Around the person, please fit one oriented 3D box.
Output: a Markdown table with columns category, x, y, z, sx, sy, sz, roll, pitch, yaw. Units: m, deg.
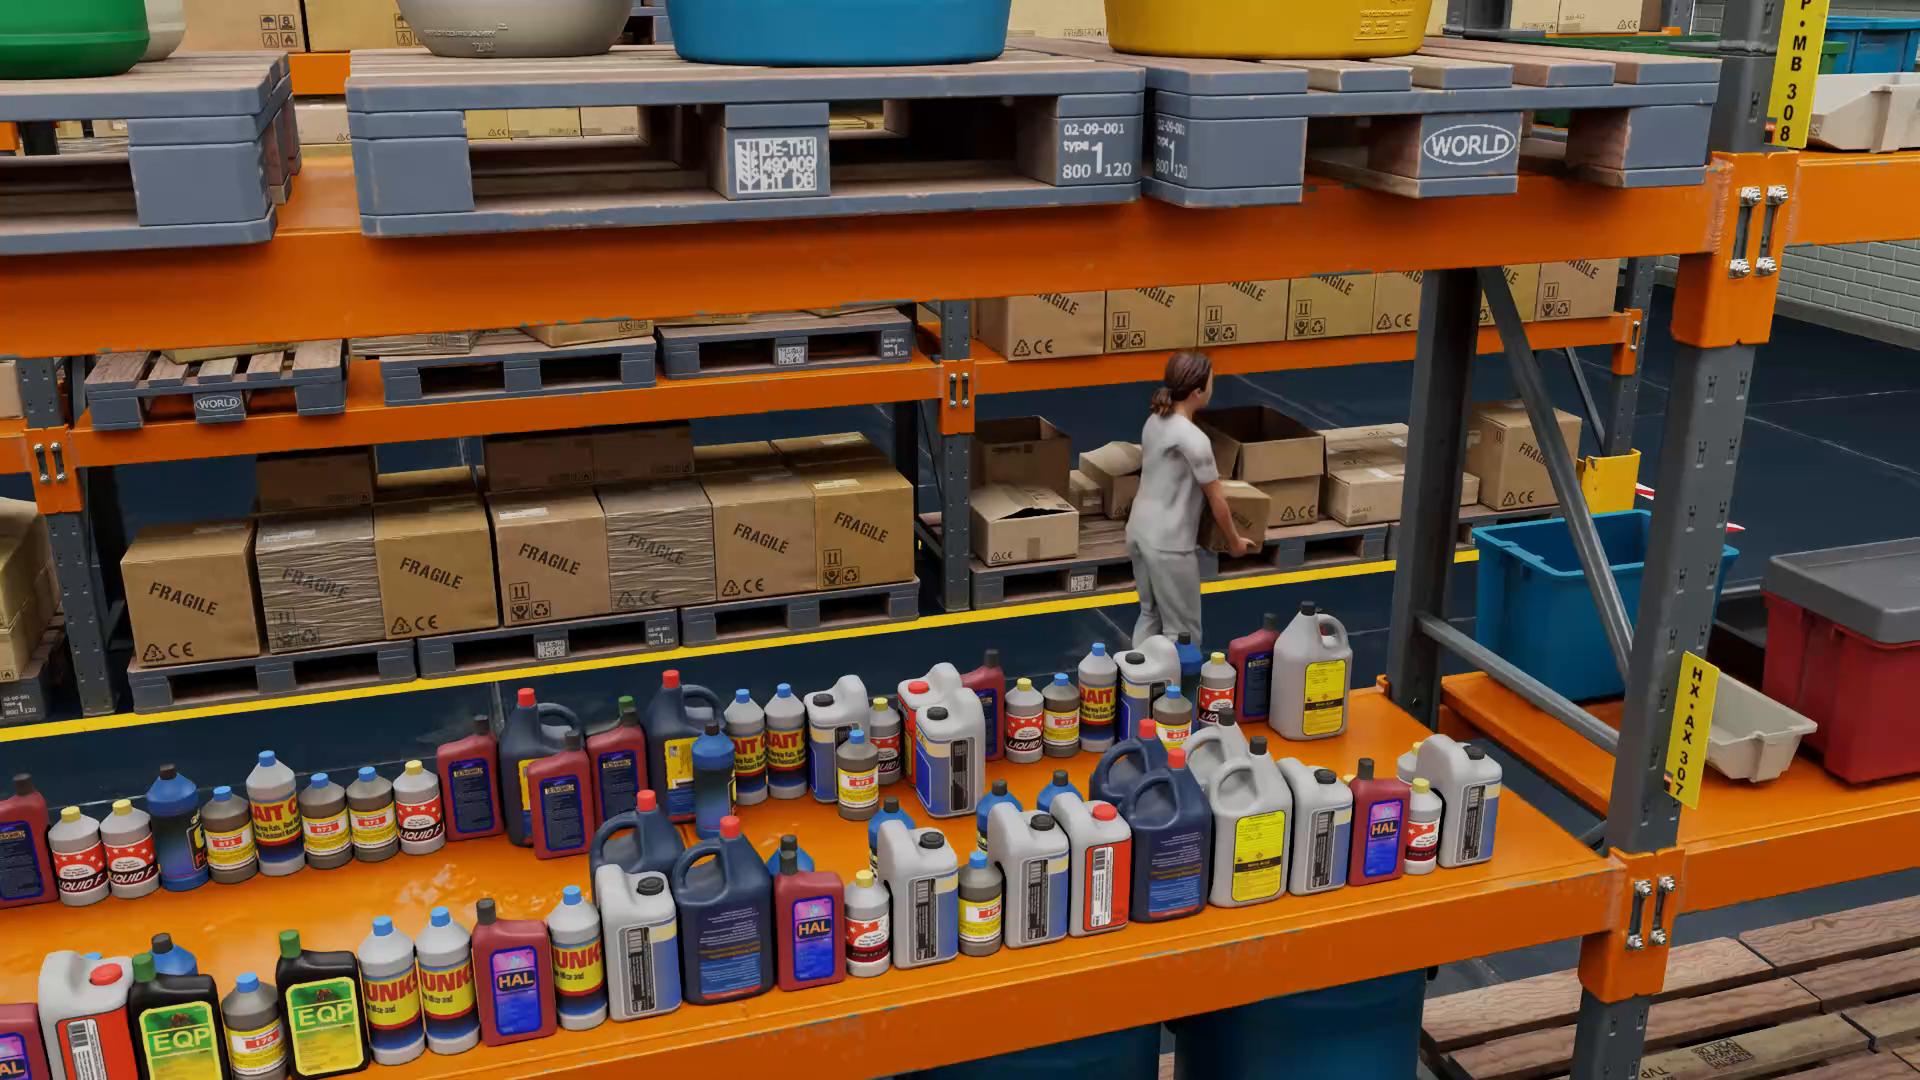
| category | x | y | z | sx | sy | sz | roll | pitch | yaw |
| --- | --- | --- | --- | --- | --- | --- | --- | --- | --- |
| person | 0.962 | 0.014 | 7.056 | 0.514 | 1.664 | 0.410 | -7 | 20 | -18 |
